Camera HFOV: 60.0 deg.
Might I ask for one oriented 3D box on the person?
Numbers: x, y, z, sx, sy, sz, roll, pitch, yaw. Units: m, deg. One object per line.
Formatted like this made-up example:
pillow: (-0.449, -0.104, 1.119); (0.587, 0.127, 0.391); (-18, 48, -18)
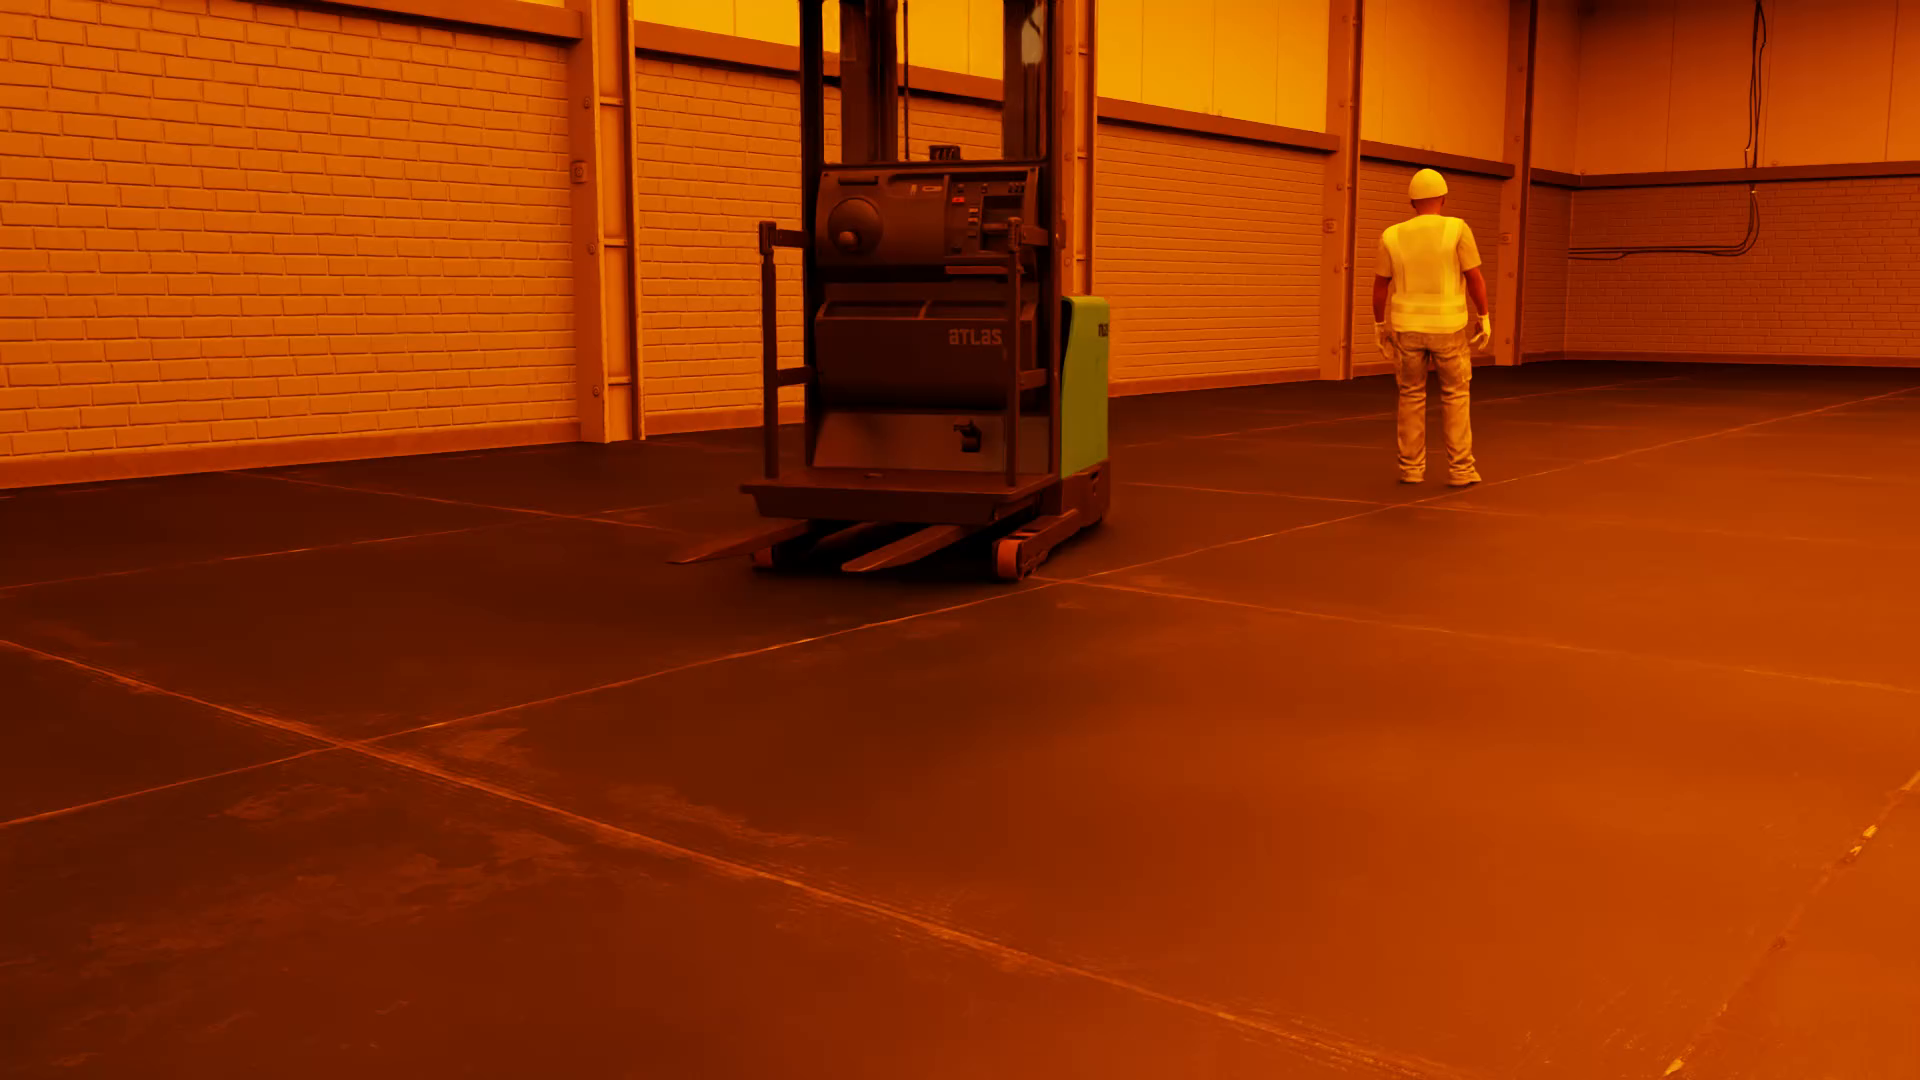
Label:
person: (2.707, -1.209, 9.523); (0.651, 1.793, 0.515); (5, 10, 29)

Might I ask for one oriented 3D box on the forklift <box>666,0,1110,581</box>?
forklift: (-0.198, -1.355, 6.545); (1.130, 2.935, 3.031); (3, 9, 17)
